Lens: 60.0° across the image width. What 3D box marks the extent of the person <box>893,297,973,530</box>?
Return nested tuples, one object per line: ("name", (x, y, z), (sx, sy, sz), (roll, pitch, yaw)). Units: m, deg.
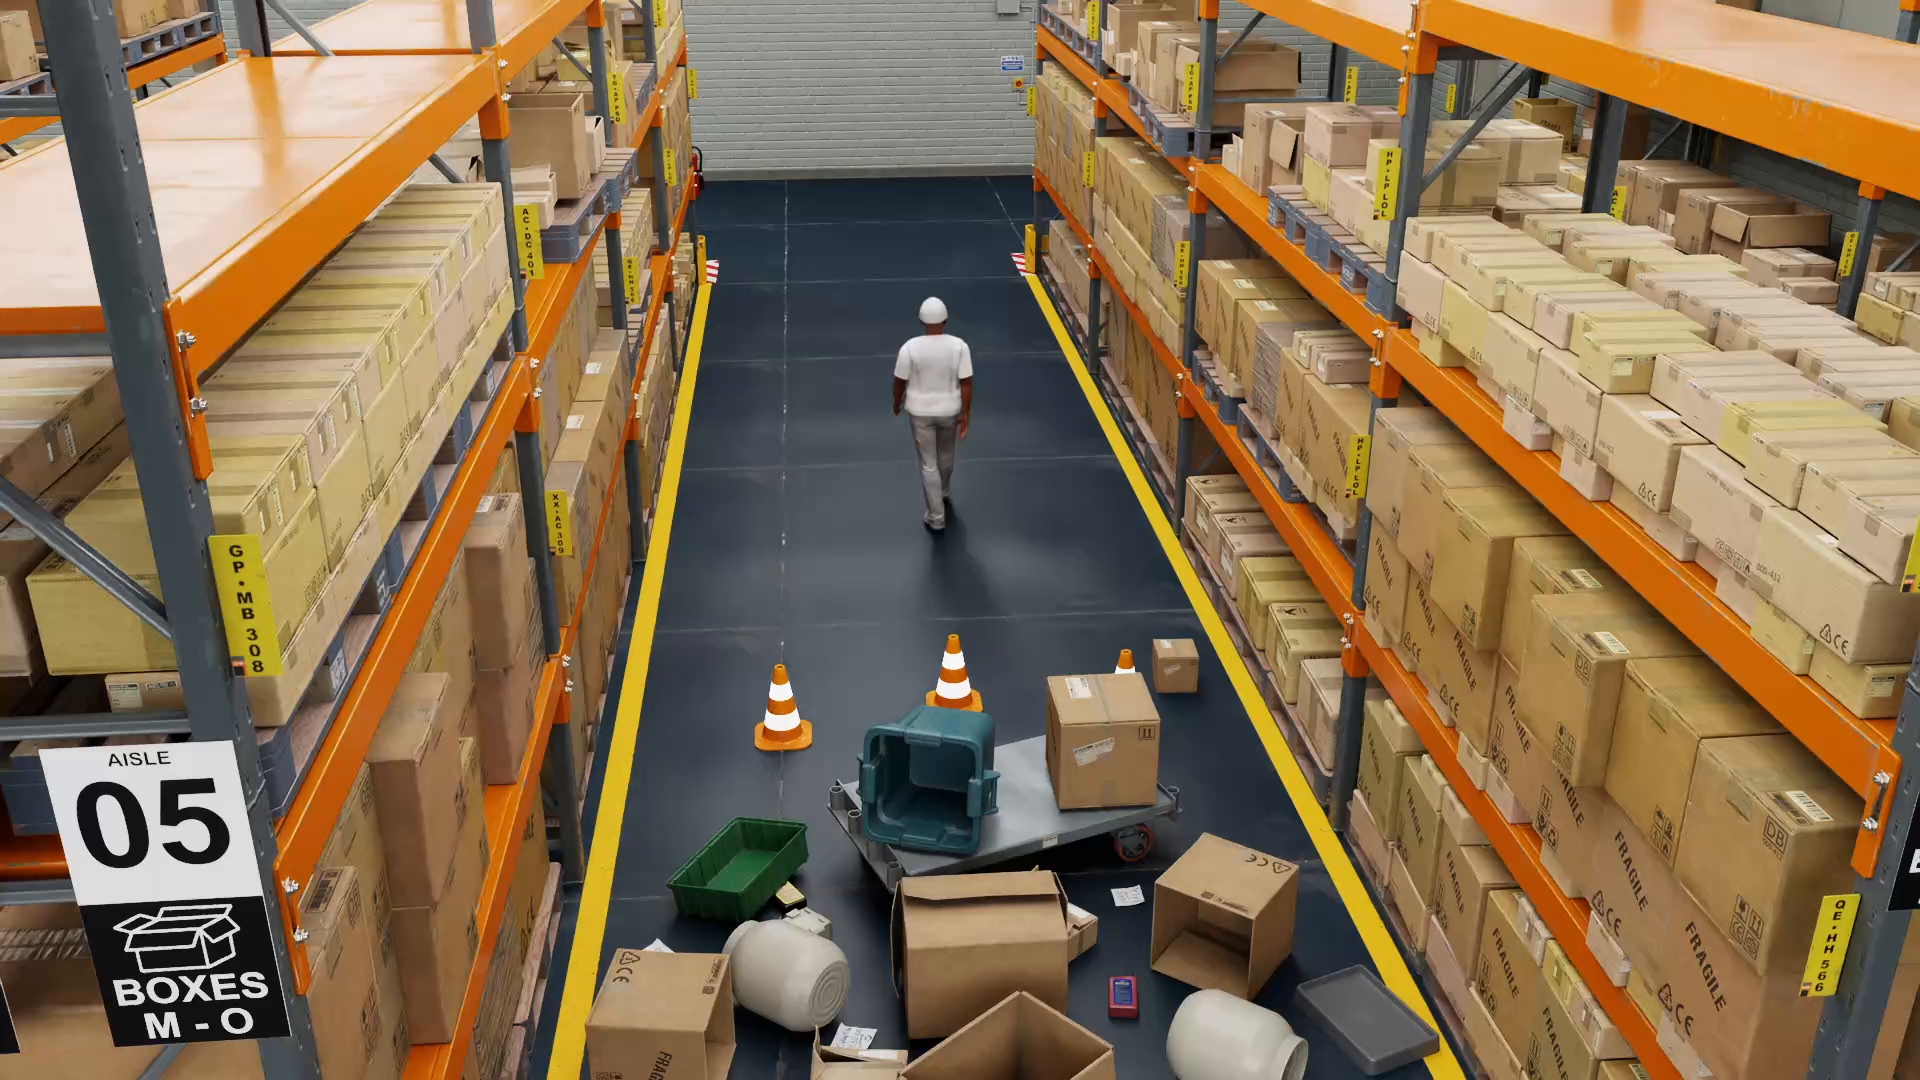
("person", (-0.231, -1.026, 12.610), (0.571, 1.736, 0.928), (-5, 24, -11))
